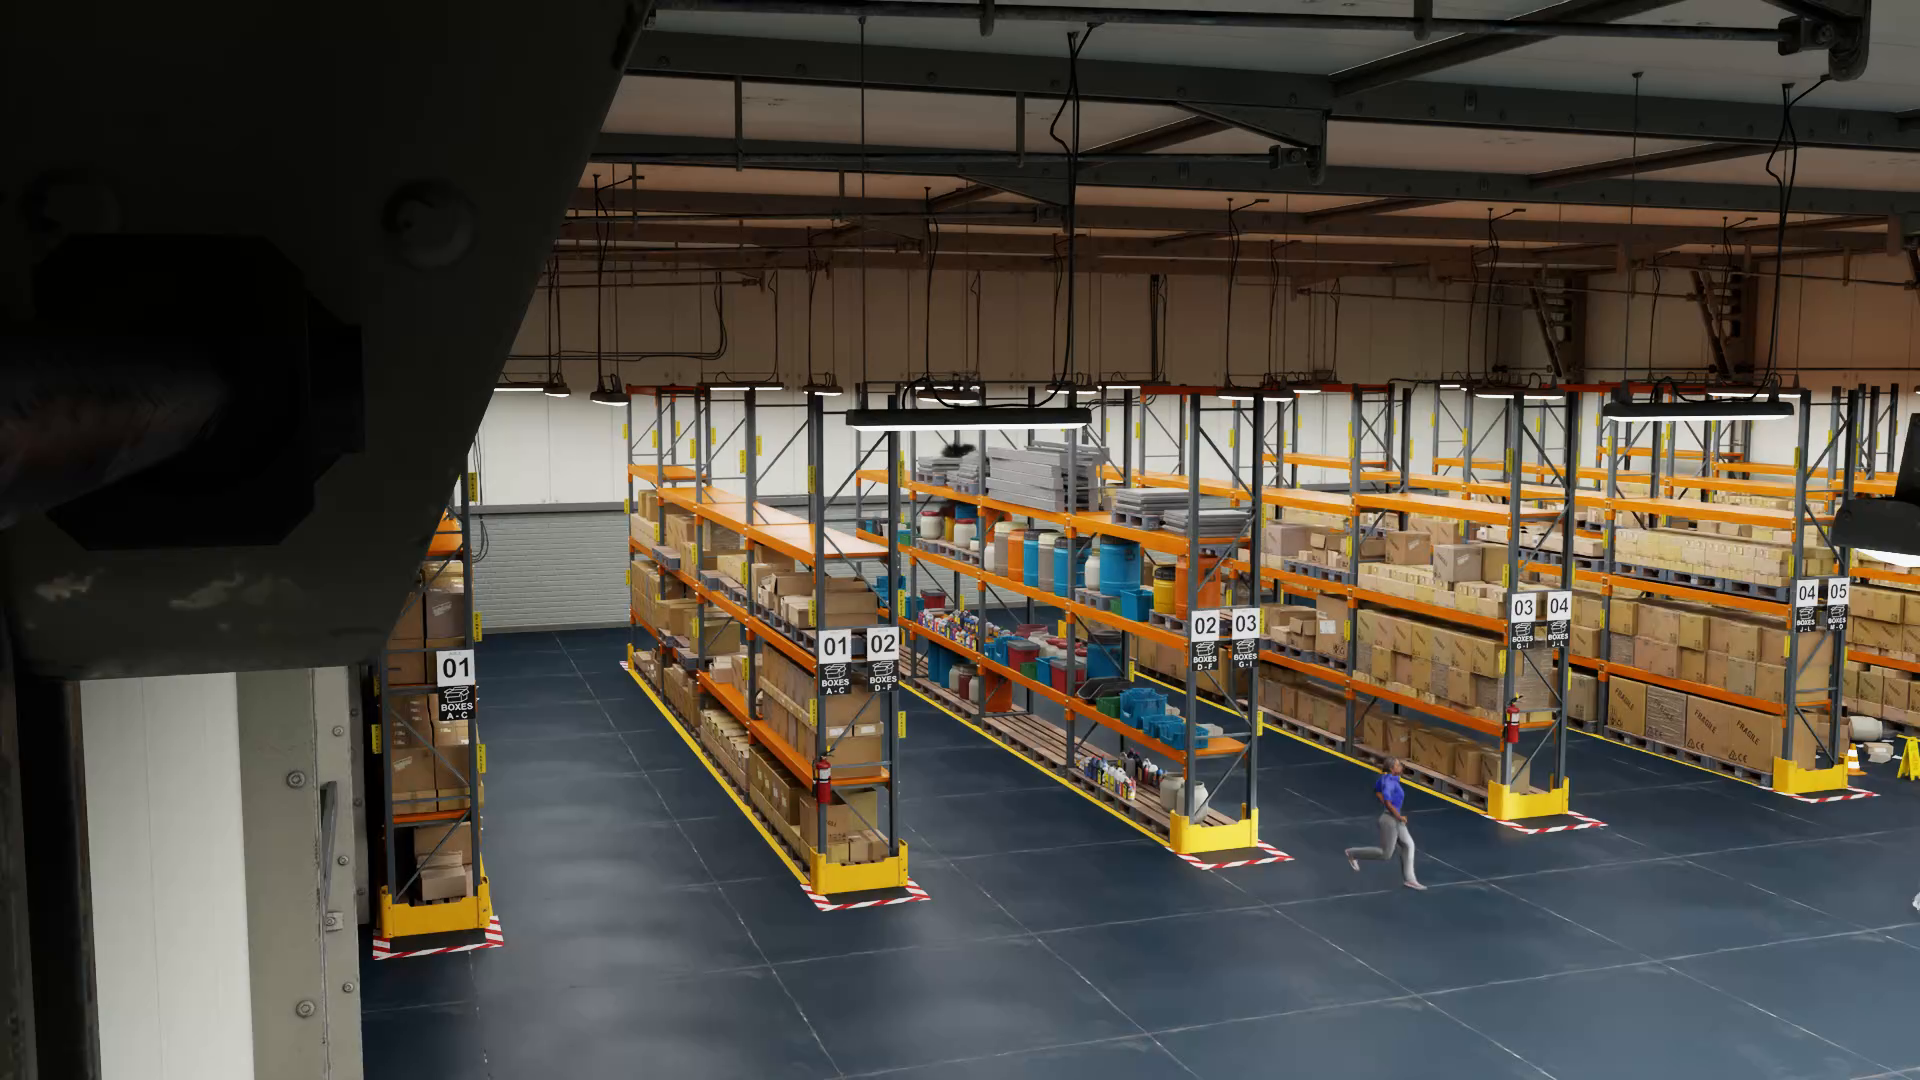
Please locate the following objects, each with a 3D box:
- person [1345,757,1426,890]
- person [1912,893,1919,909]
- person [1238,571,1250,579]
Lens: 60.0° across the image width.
[{"bbox_3d":[5.218,3.454,20.314,0.975,1.639,0.555,2,6,17],"label":"person"},{"bbox_3d":[11.444,3.527,19.115,0.795,1.652,0.590,2,6,17],"label":"person"},{"bbox_3d":[7.164,1.194,41.207,0.978,1.745,0.710,-5,8,-39],"label":"person"}]
